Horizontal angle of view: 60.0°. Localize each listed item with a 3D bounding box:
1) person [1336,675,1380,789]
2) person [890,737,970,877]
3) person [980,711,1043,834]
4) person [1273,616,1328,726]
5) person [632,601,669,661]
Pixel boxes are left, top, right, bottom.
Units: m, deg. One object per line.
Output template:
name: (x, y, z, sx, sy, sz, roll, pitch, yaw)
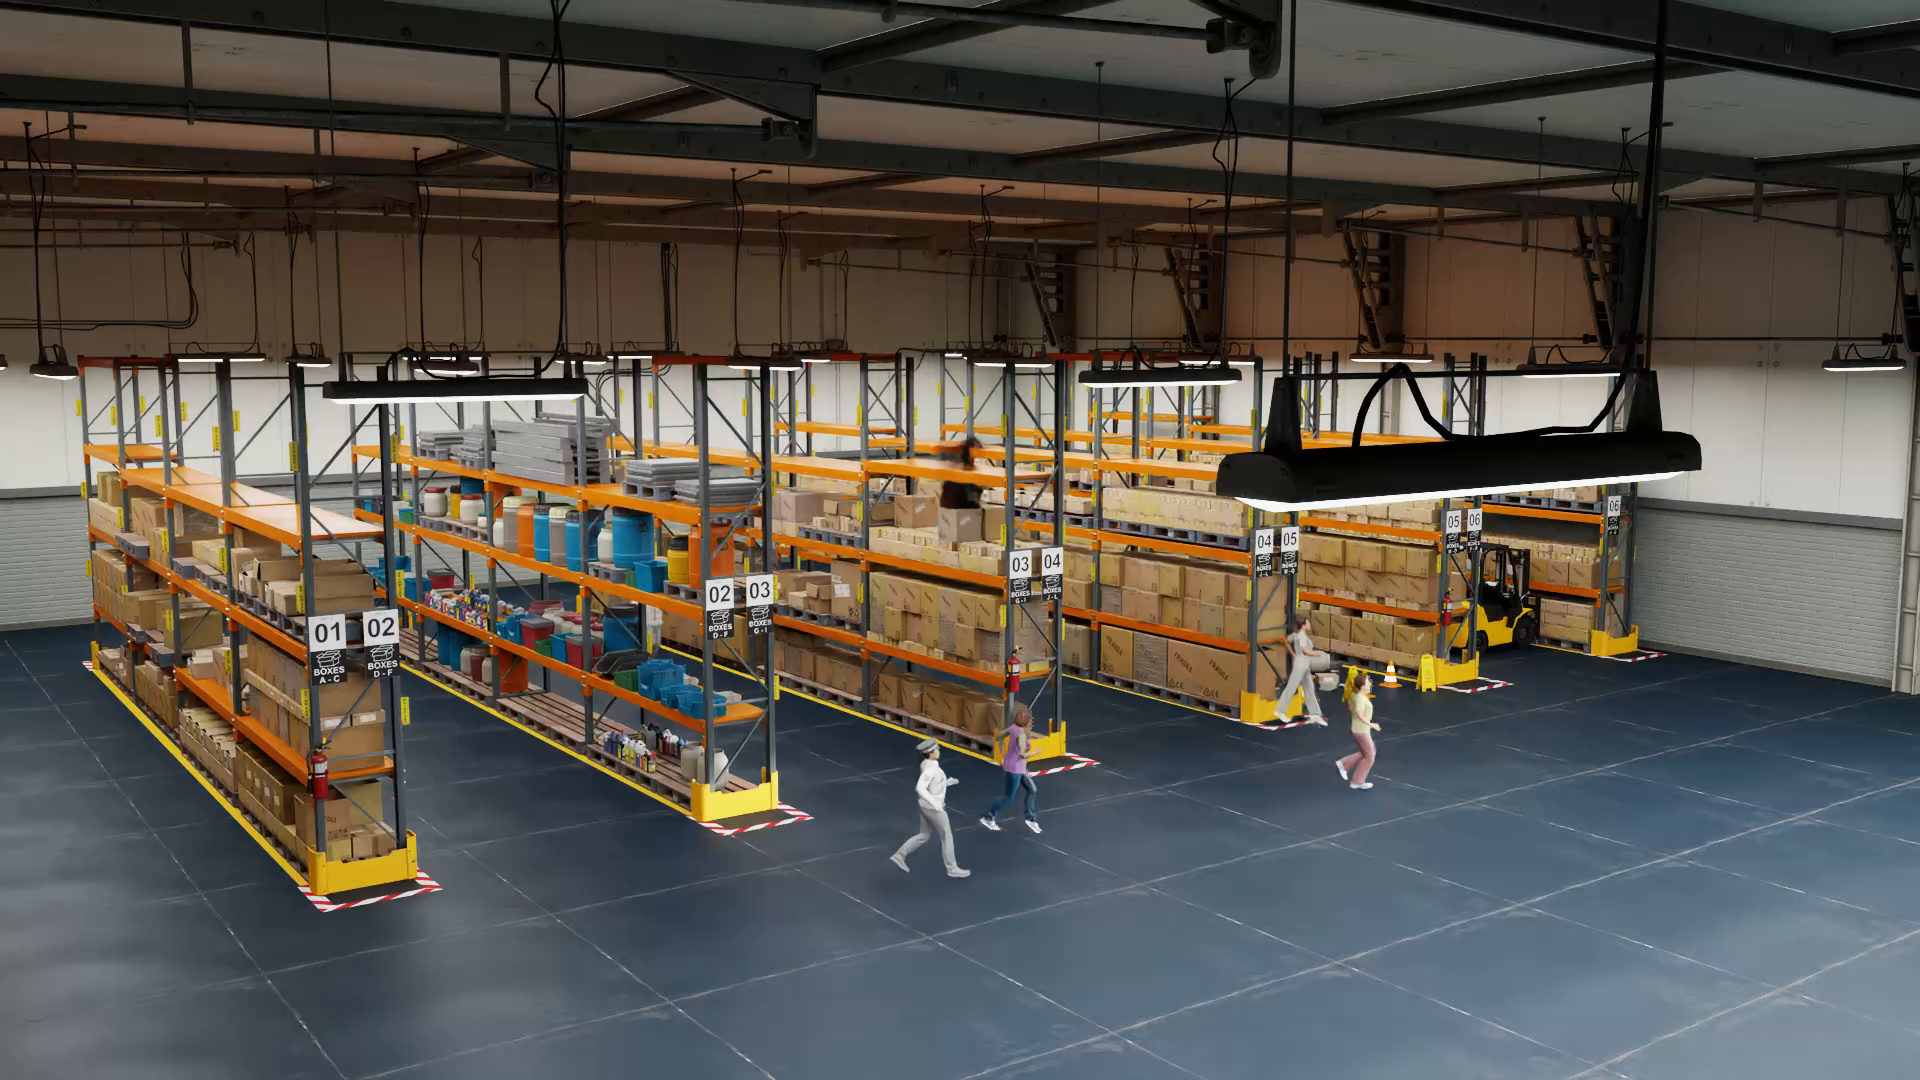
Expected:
person: (5.602, 2.692, 23.394, 0.577, 1.624, 0.625, 1, 7, 6)
person: (-0.331, 3.121, 19.423, 0.919, 1.666, 0.614, -2, 7, -14)
person: (0.657, 2.979, 21.226, 0.804, 1.627, 0.561, -1, 7, -9)
person: (5.375, 2.046, 26.207, 0.843, 1.719, 0.606, 1, 7, 7)
person: (-5.864, 1.620, 31.741, 0.683, 1.741, 0.619, -5, 9, -38)
